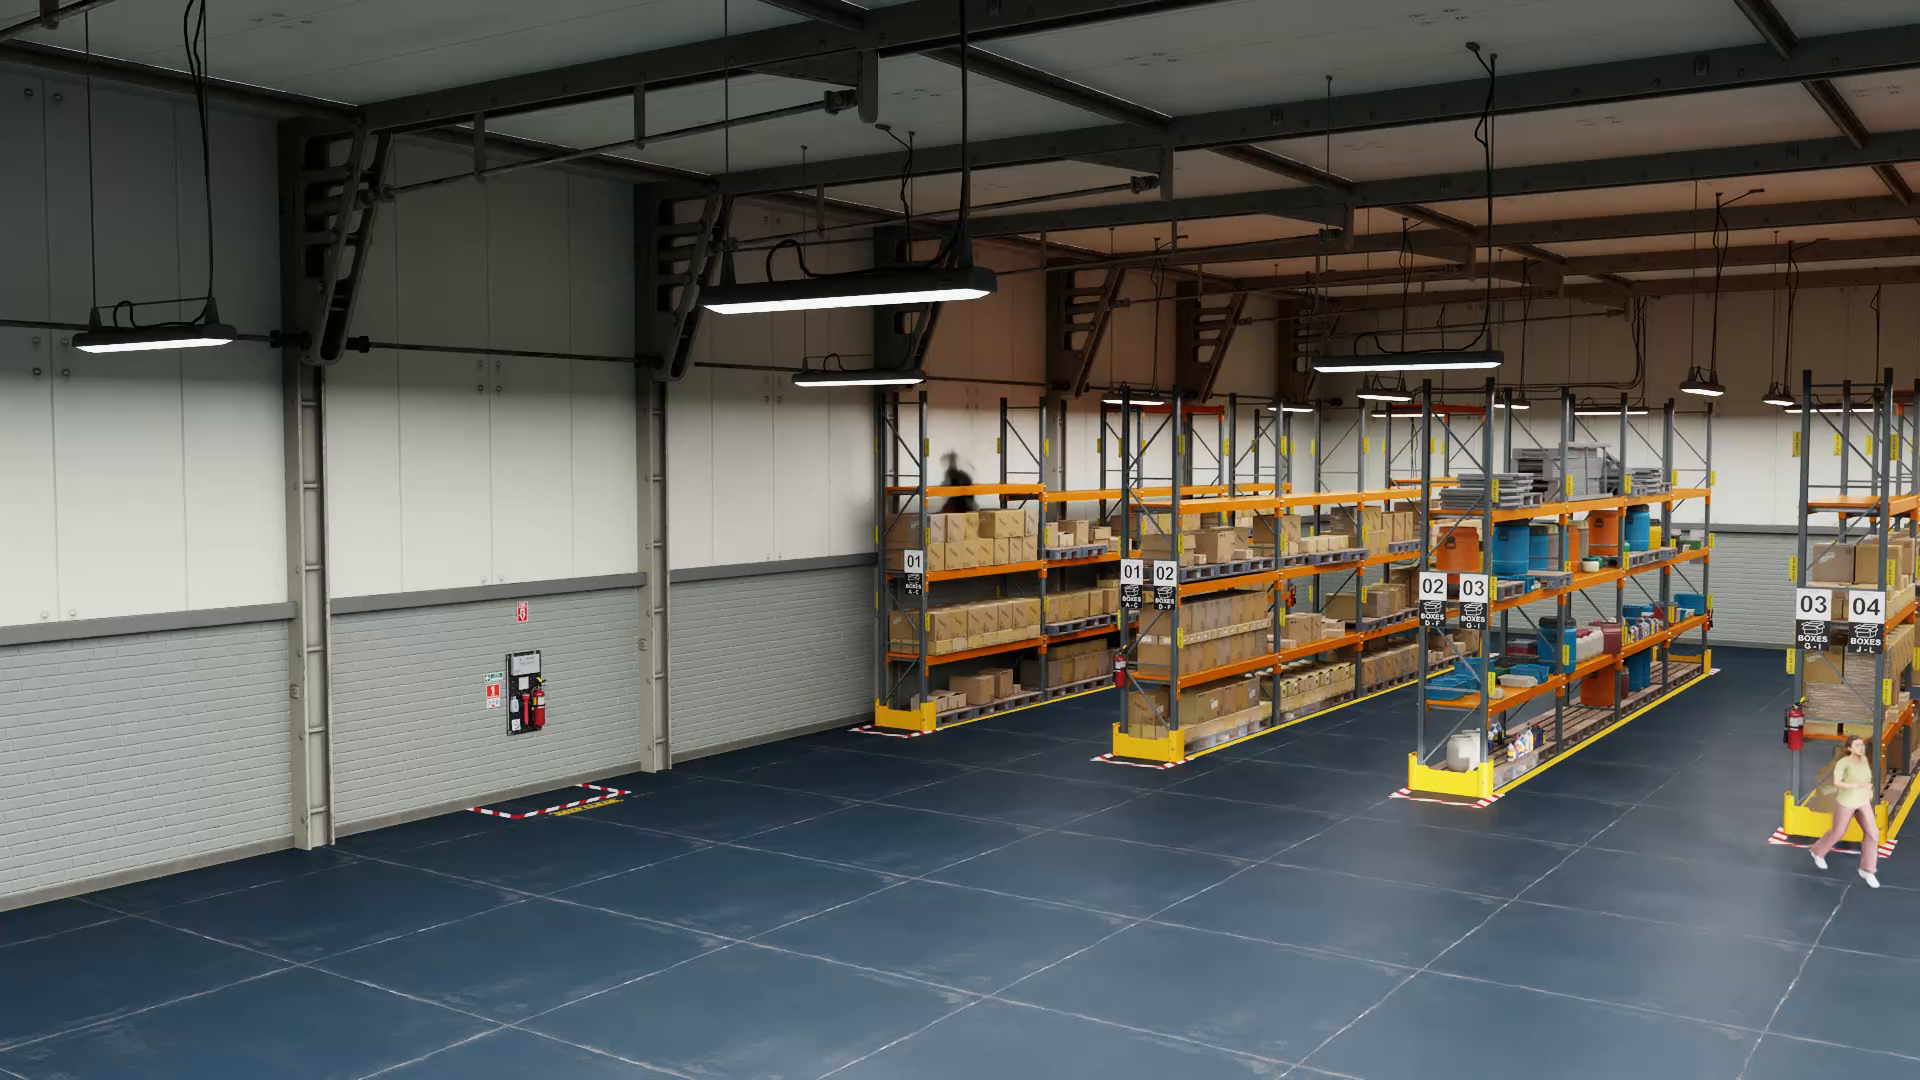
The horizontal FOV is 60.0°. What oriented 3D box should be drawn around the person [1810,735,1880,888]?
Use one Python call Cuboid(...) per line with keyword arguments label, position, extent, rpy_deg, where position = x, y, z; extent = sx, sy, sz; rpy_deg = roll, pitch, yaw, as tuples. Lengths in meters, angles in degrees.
Cuboid(label="person", position=(10.324, 3.098, 19.313), extent=(0.582, 1.702, 0.914), rpy_deg=(-1, 3, -10))
